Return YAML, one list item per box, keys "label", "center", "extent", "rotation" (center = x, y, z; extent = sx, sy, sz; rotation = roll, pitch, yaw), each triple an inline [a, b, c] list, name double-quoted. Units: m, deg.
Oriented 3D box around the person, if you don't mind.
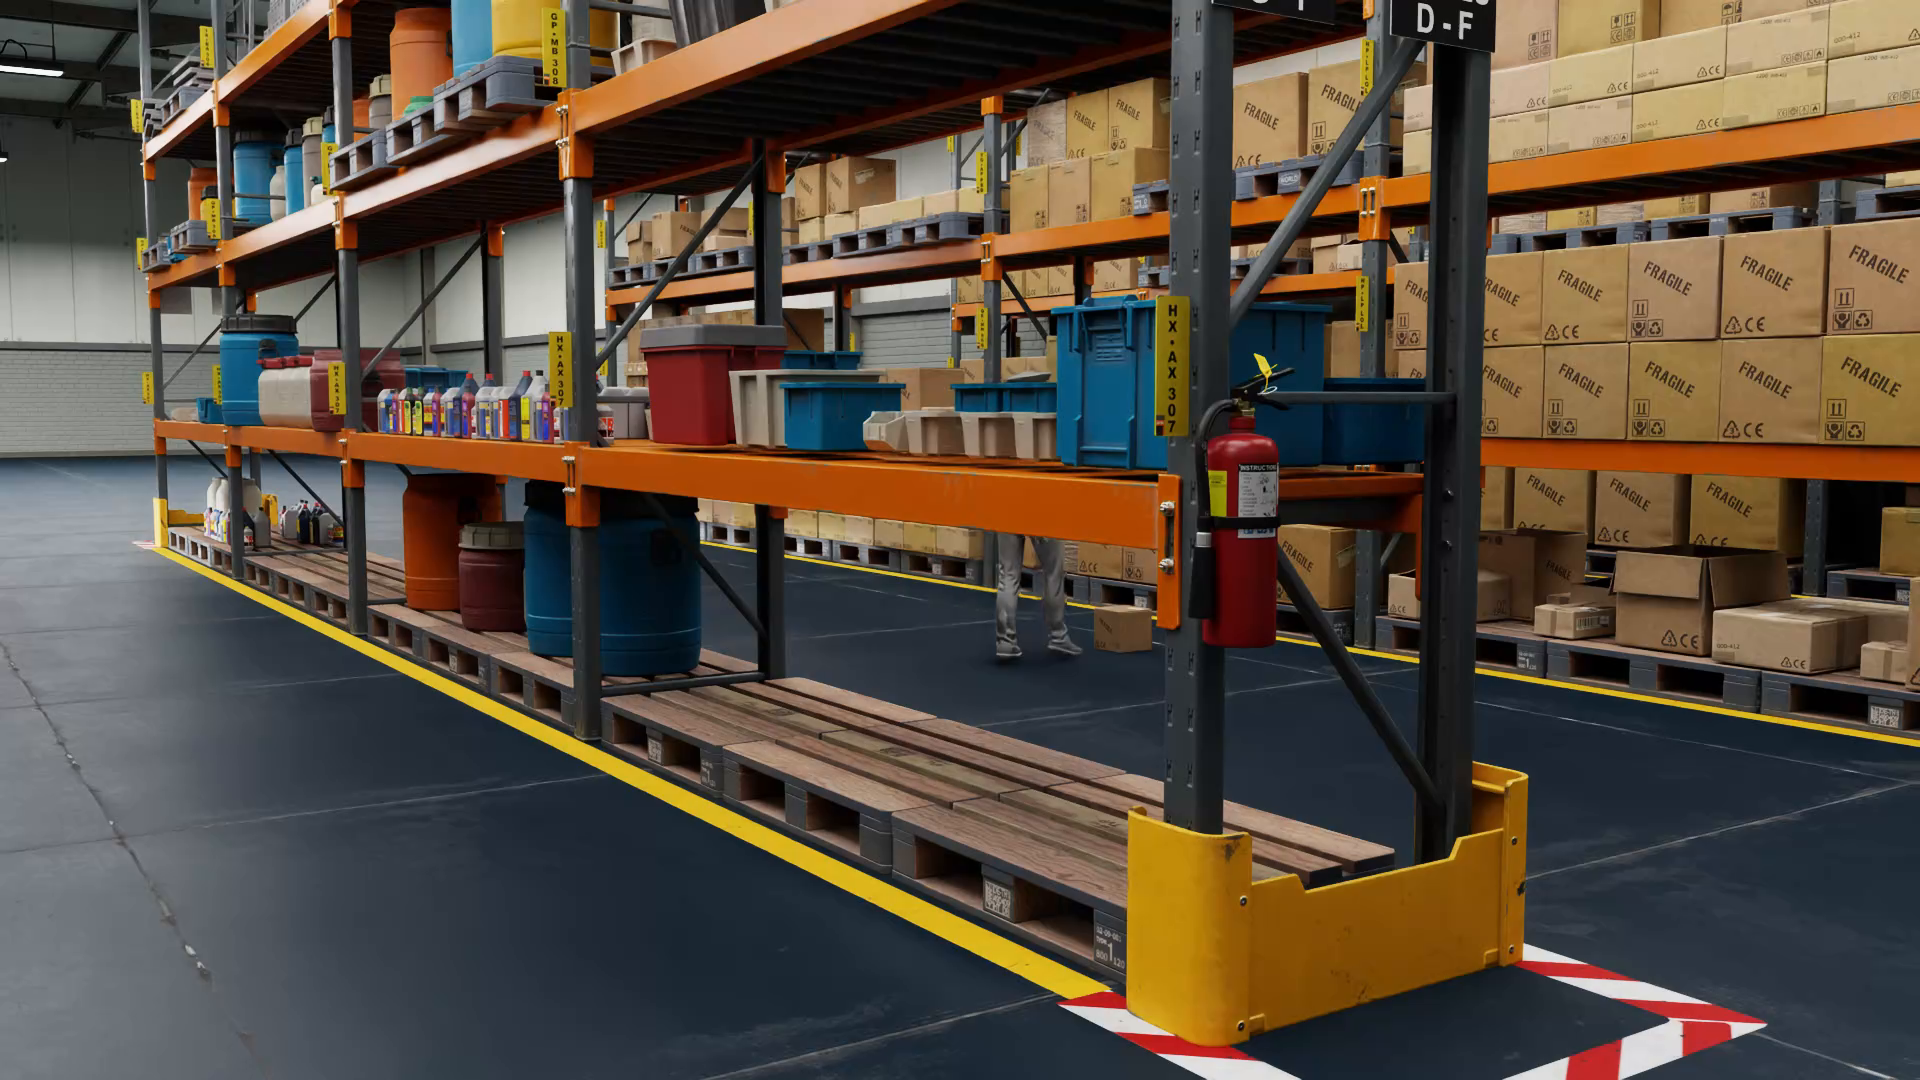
- label: "person"
  center: [0.423, -0.137, 9.665]
  extent: [0.496, 1.679, 0.656]
  rotation: [3, 6, 32]
